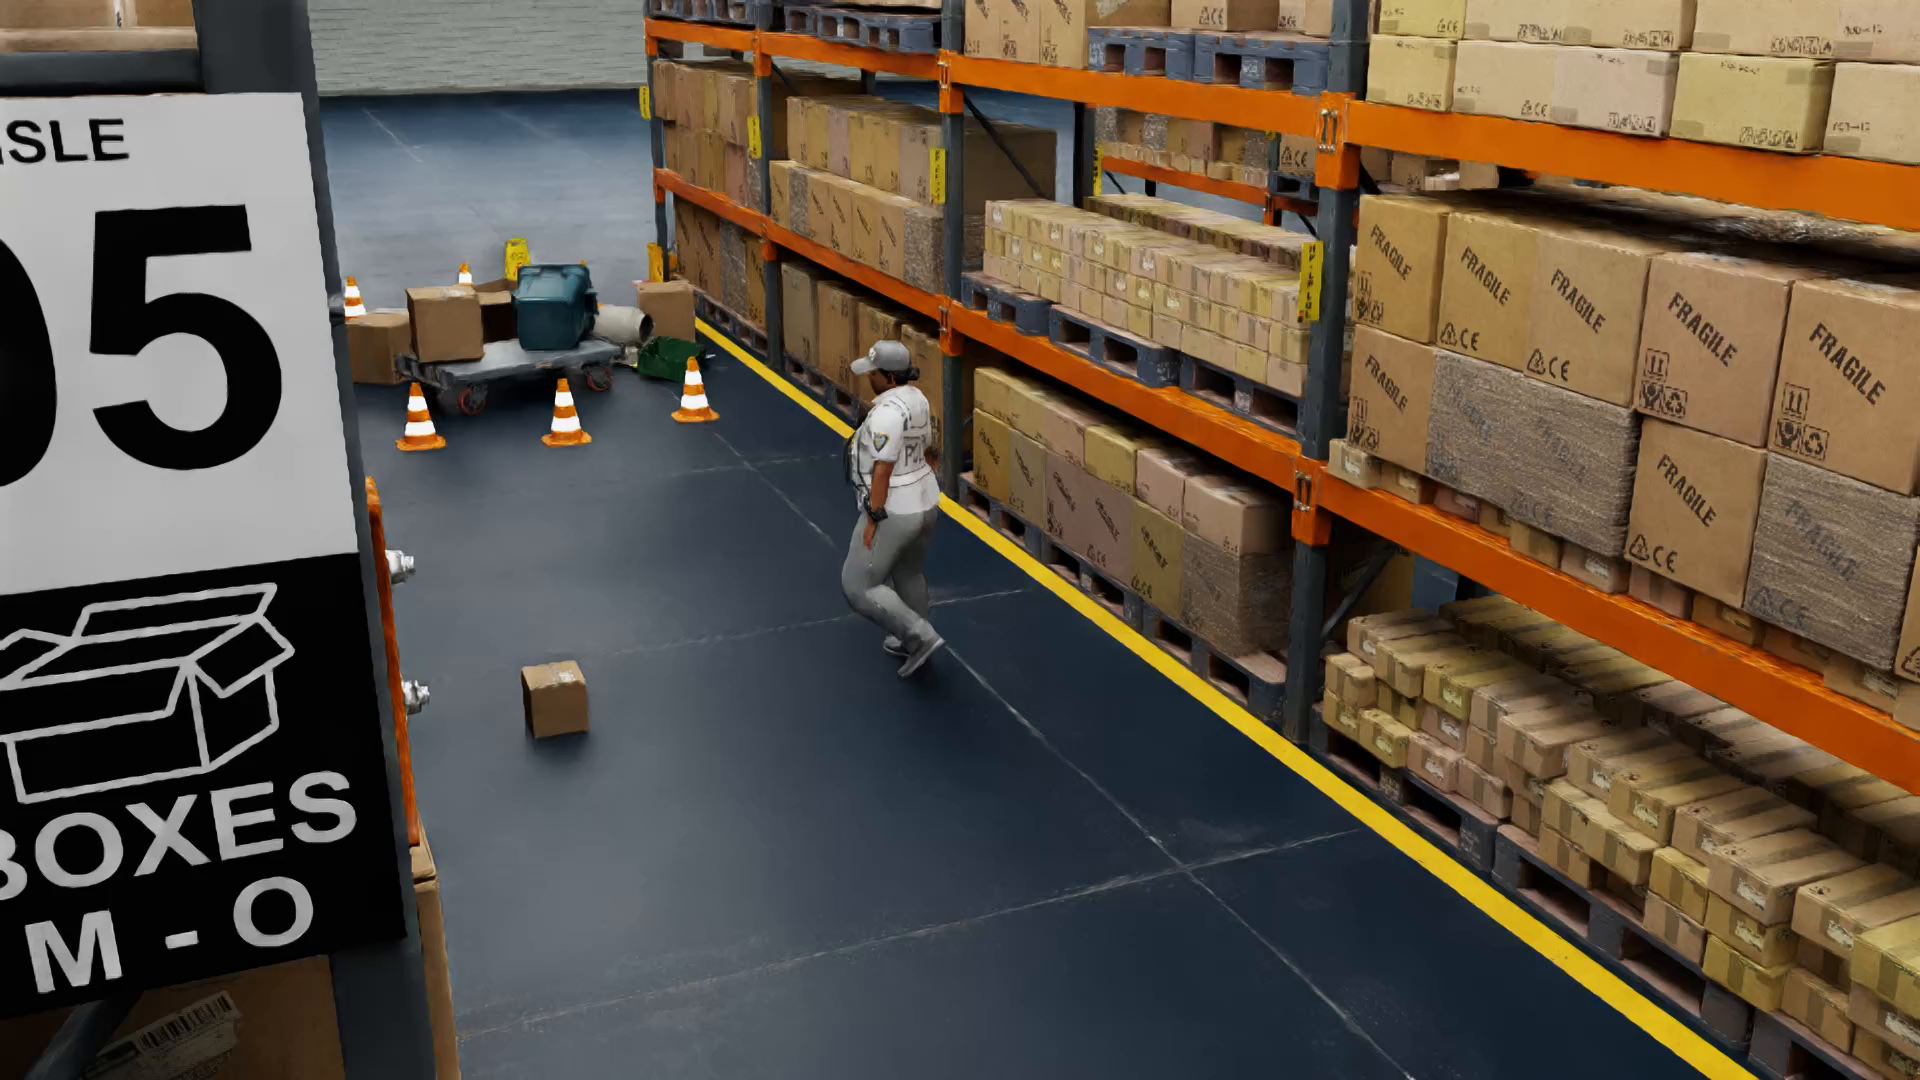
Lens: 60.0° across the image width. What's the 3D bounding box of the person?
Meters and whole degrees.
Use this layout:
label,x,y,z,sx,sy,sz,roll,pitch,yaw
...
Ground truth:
label,x,y,z,sx,sy,sz,roll,pitch,yaw
person,-0.260,-0.136,7.905,0.477,1.661,0.611,6,20,18
